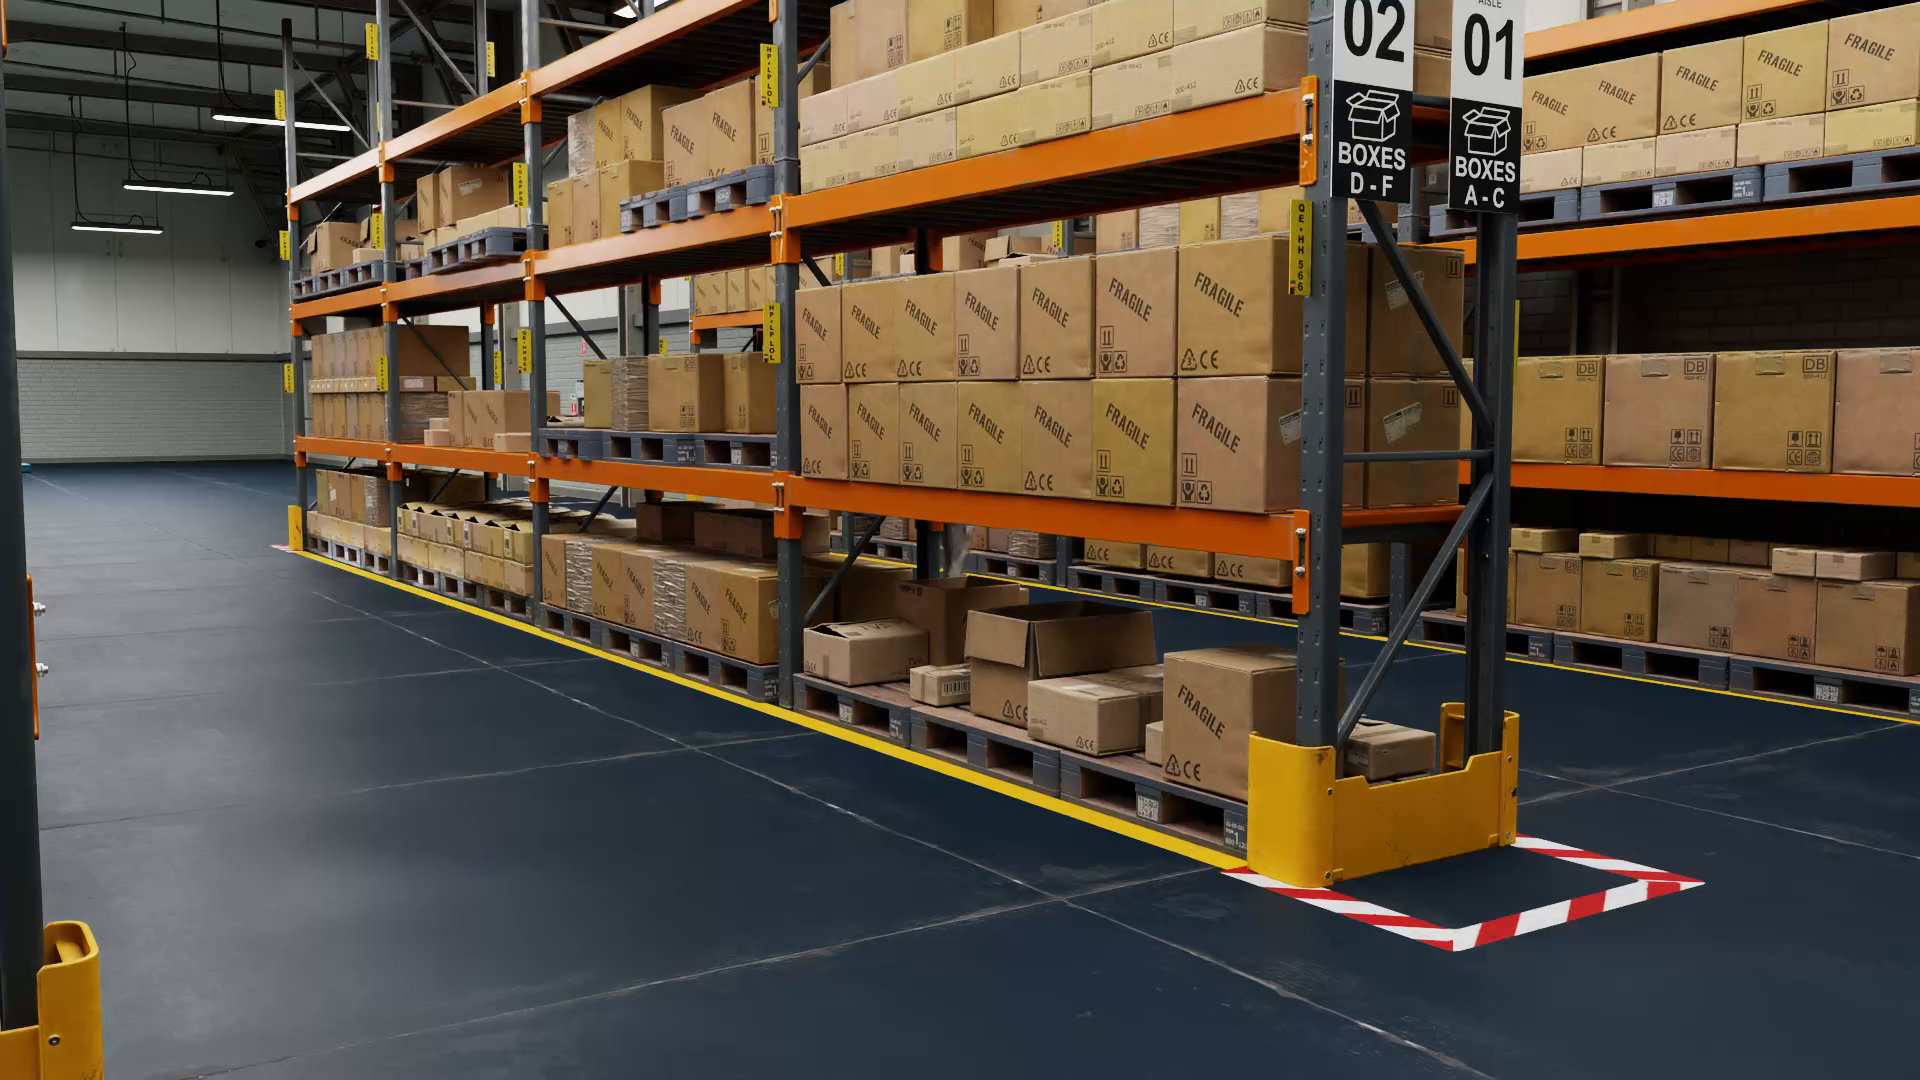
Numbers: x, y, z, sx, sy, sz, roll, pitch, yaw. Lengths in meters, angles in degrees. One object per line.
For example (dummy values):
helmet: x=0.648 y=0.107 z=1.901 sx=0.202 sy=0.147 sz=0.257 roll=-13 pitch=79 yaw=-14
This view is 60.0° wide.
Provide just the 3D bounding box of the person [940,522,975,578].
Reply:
person: x=-0.021 y=-0.180 z=12.719 sx=0.431 sy=1.699 sz=0.488 roll=-3 pitch=6 yaw=-32
